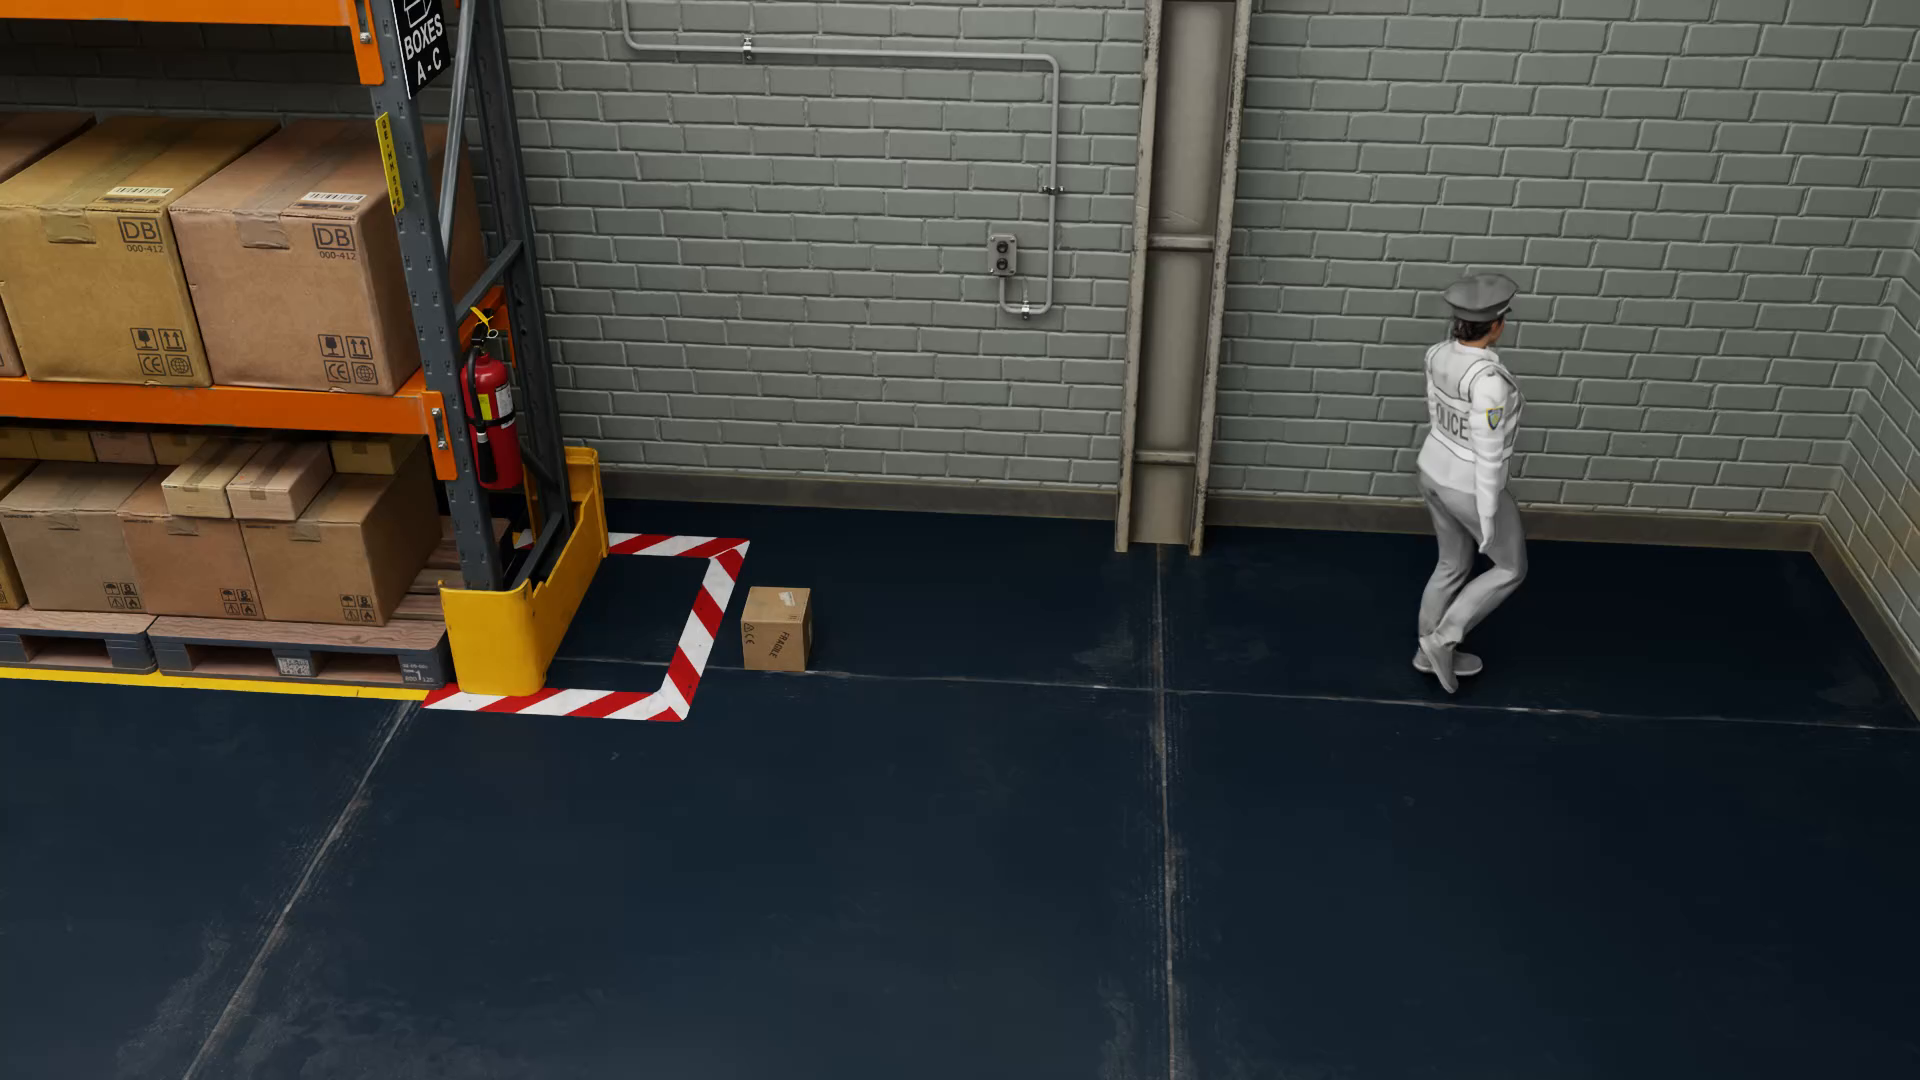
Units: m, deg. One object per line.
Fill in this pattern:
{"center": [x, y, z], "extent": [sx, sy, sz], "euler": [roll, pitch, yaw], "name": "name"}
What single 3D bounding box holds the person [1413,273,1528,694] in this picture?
{"center": [1.977, -0.206, 6.421], "extent": [0.426, 1.655, 0.542], "euler": [-8, 33, -13], "name": "person"}
